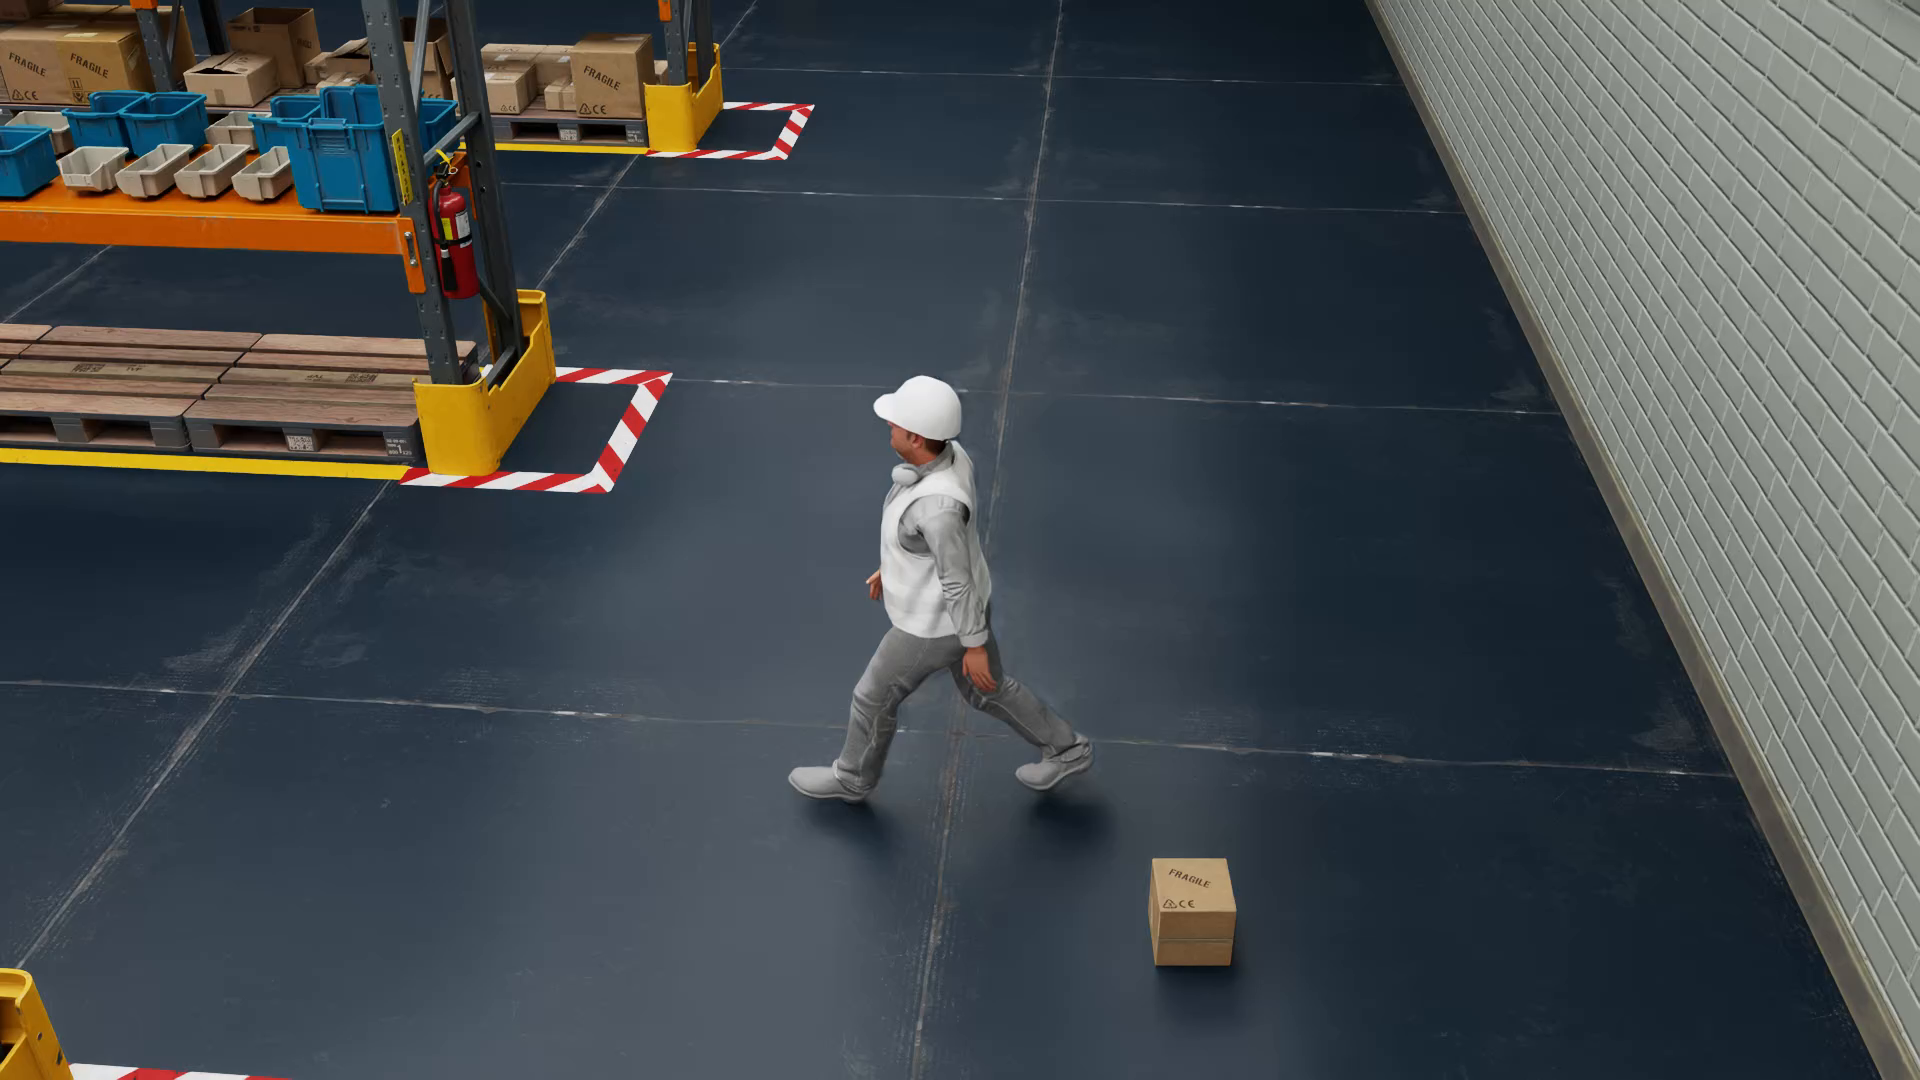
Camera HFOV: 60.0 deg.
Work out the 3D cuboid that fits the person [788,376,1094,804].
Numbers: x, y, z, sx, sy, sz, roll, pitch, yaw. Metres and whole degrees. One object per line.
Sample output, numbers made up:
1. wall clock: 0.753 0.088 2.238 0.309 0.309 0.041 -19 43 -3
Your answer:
1. person: -0.065 0.212 5.804 1.109 1.717 0.571 5 32 9
